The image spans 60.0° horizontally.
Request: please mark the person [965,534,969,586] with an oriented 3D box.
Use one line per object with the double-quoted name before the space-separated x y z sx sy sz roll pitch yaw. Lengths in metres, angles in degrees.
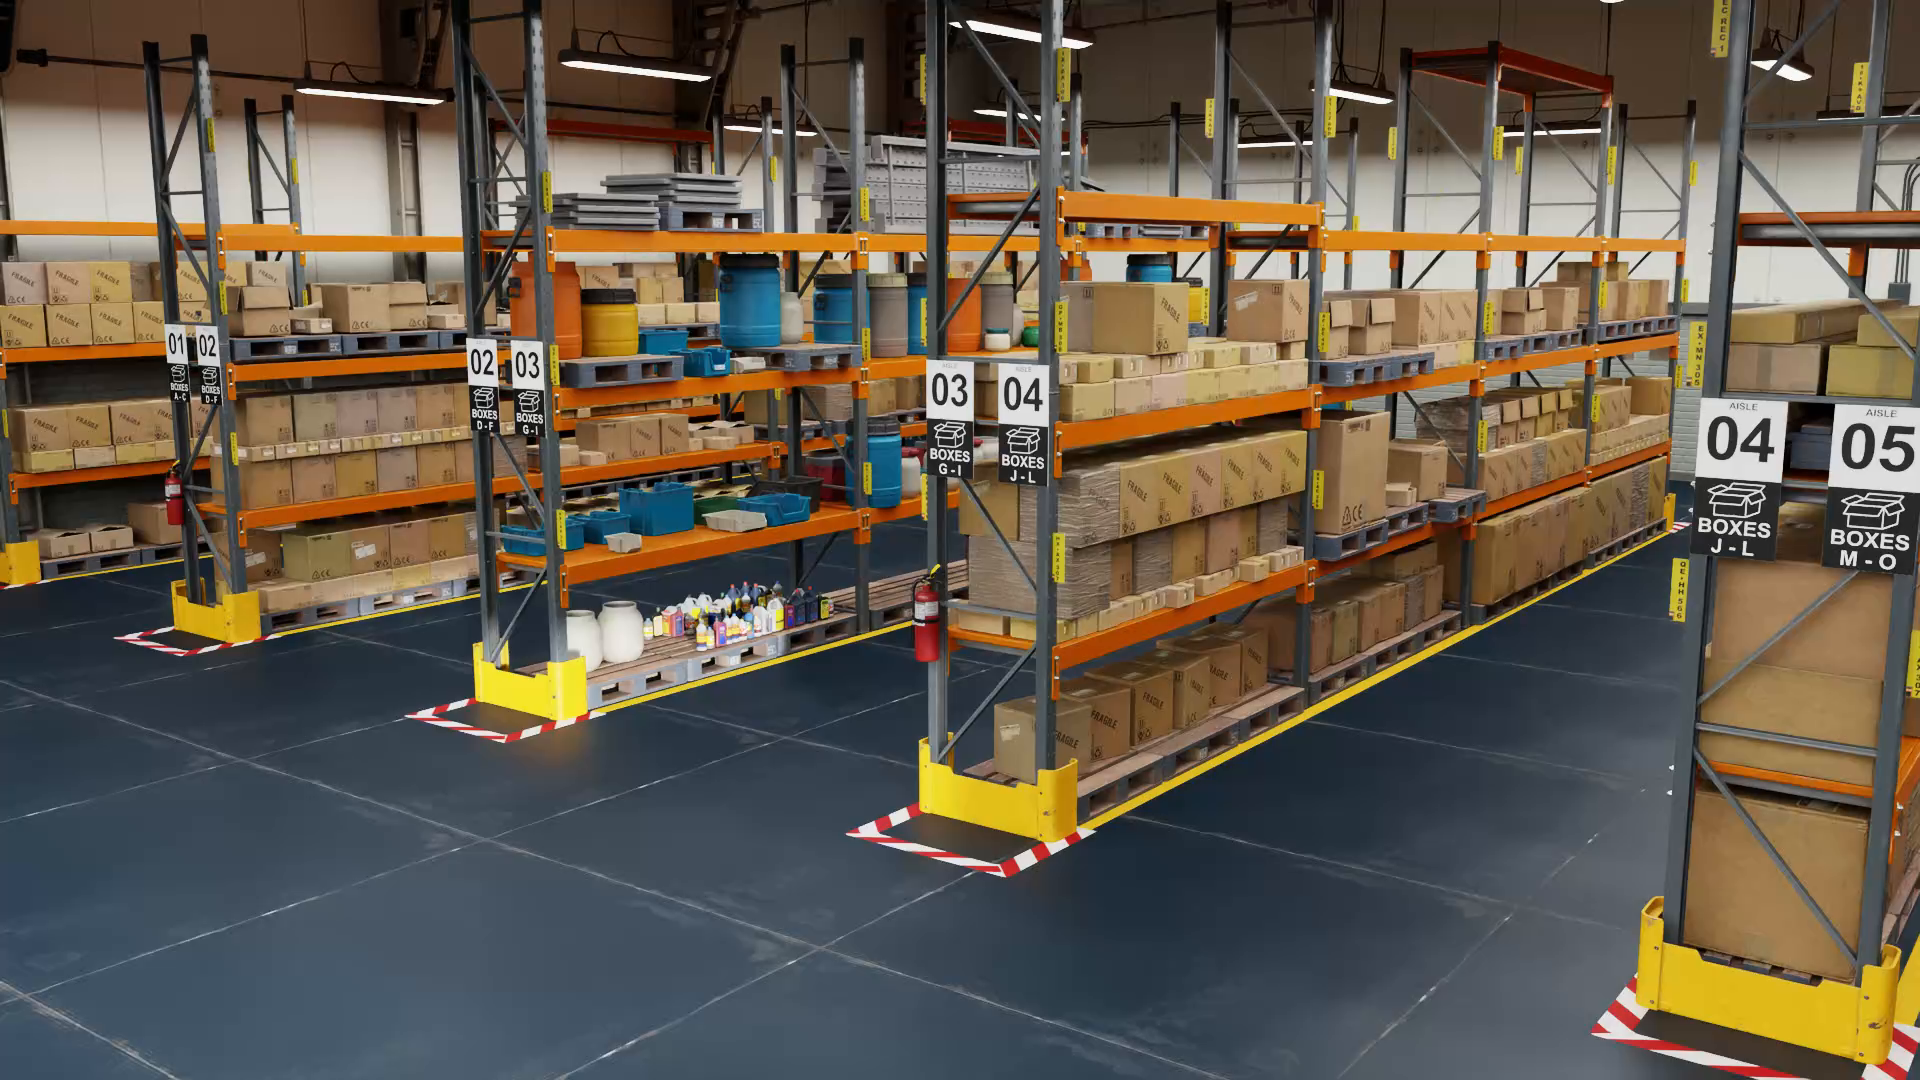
"person" 0.279 0.002 18.010 0.535 1.714 0.354 7 12 37
